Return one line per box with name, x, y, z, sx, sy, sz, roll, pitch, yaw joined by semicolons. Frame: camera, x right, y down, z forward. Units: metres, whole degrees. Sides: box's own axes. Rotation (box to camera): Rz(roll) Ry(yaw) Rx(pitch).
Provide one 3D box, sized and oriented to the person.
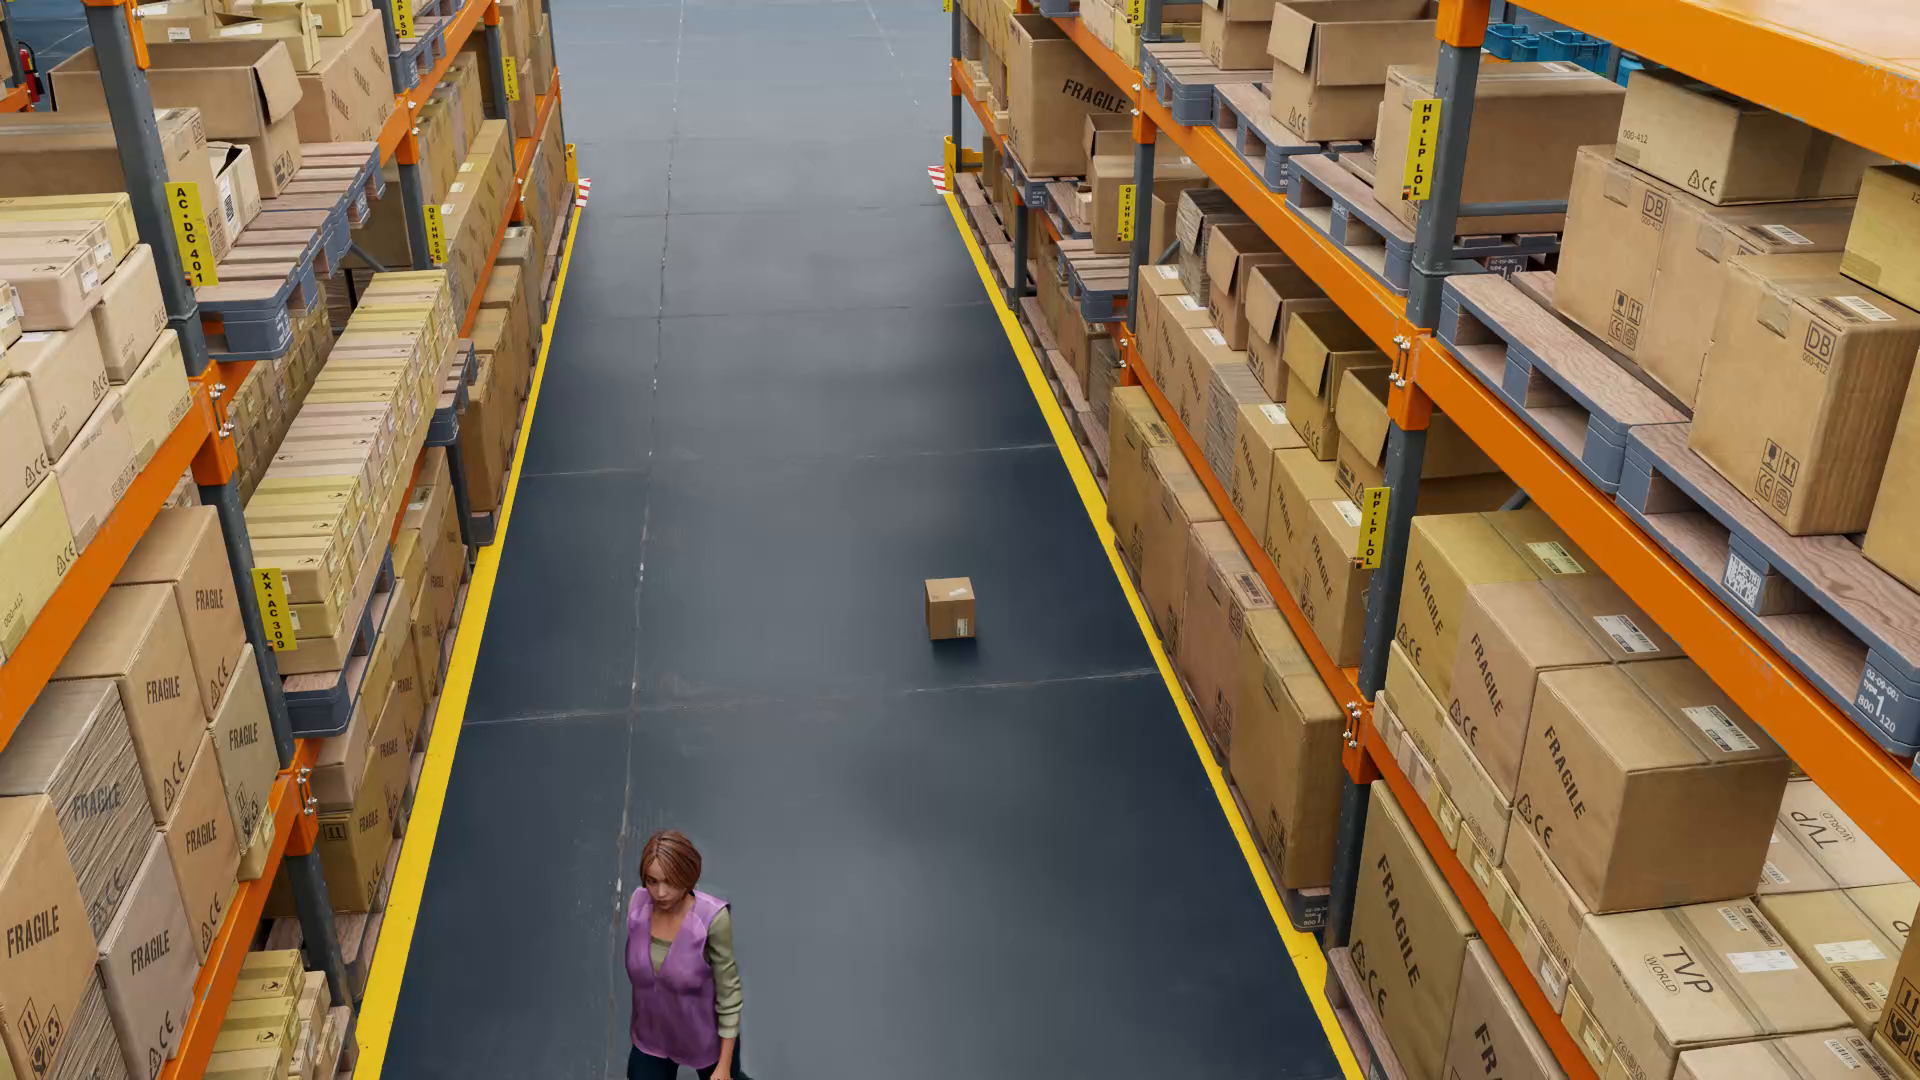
person;-0.918;1.648;5.453;0.449;1.538;0.927;6;28;12
